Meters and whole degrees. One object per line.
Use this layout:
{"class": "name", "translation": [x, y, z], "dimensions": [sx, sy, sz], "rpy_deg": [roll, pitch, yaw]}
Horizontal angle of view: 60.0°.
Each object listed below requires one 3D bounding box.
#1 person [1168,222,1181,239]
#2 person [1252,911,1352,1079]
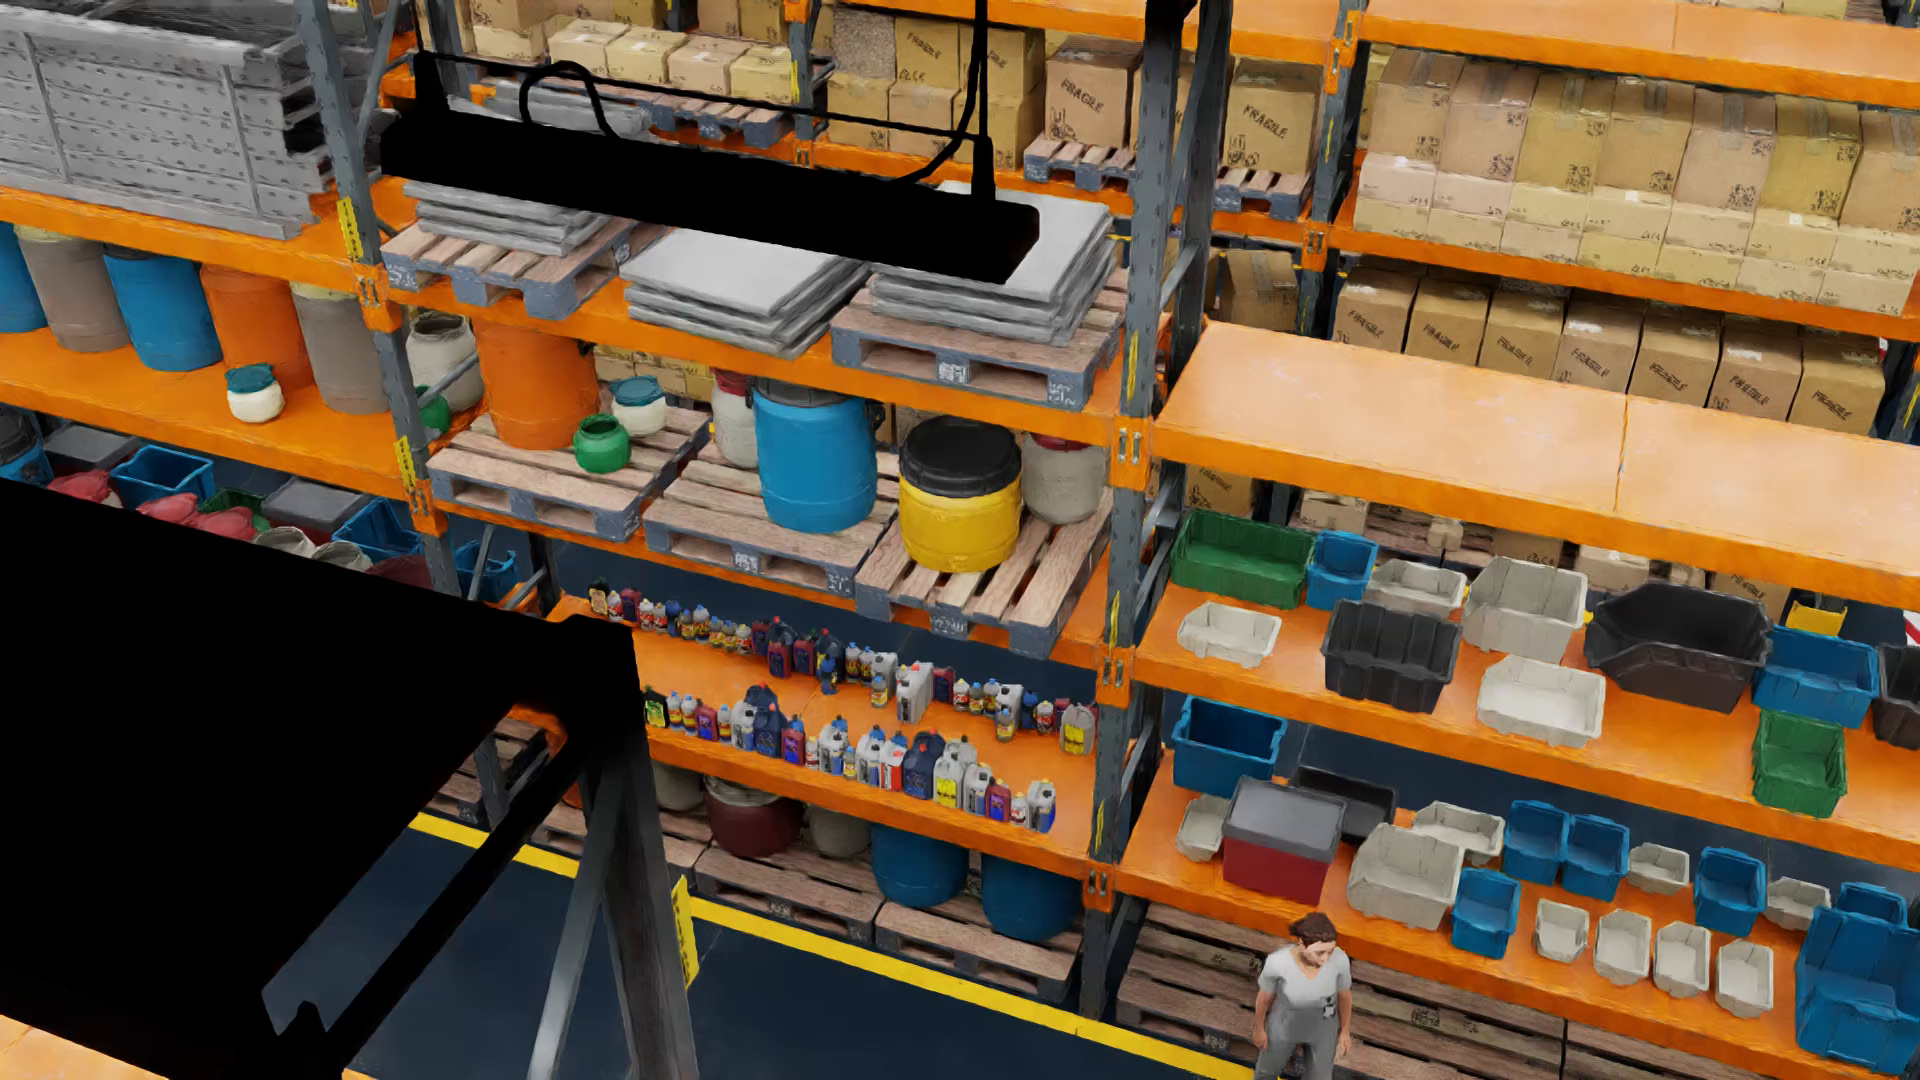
{"class": "person", "translation": [1.916, -2.249, 15.107], "dimensions": [0.513, 1.594, 0.626], "rpy_deg": [12, 38, 15]}
{"class": "person", "translation": [1.740, 2.537, 8.531], "dimensions": [0.536, 1.679, 0.454], "rpy_deg": [1, 36, 1]}
